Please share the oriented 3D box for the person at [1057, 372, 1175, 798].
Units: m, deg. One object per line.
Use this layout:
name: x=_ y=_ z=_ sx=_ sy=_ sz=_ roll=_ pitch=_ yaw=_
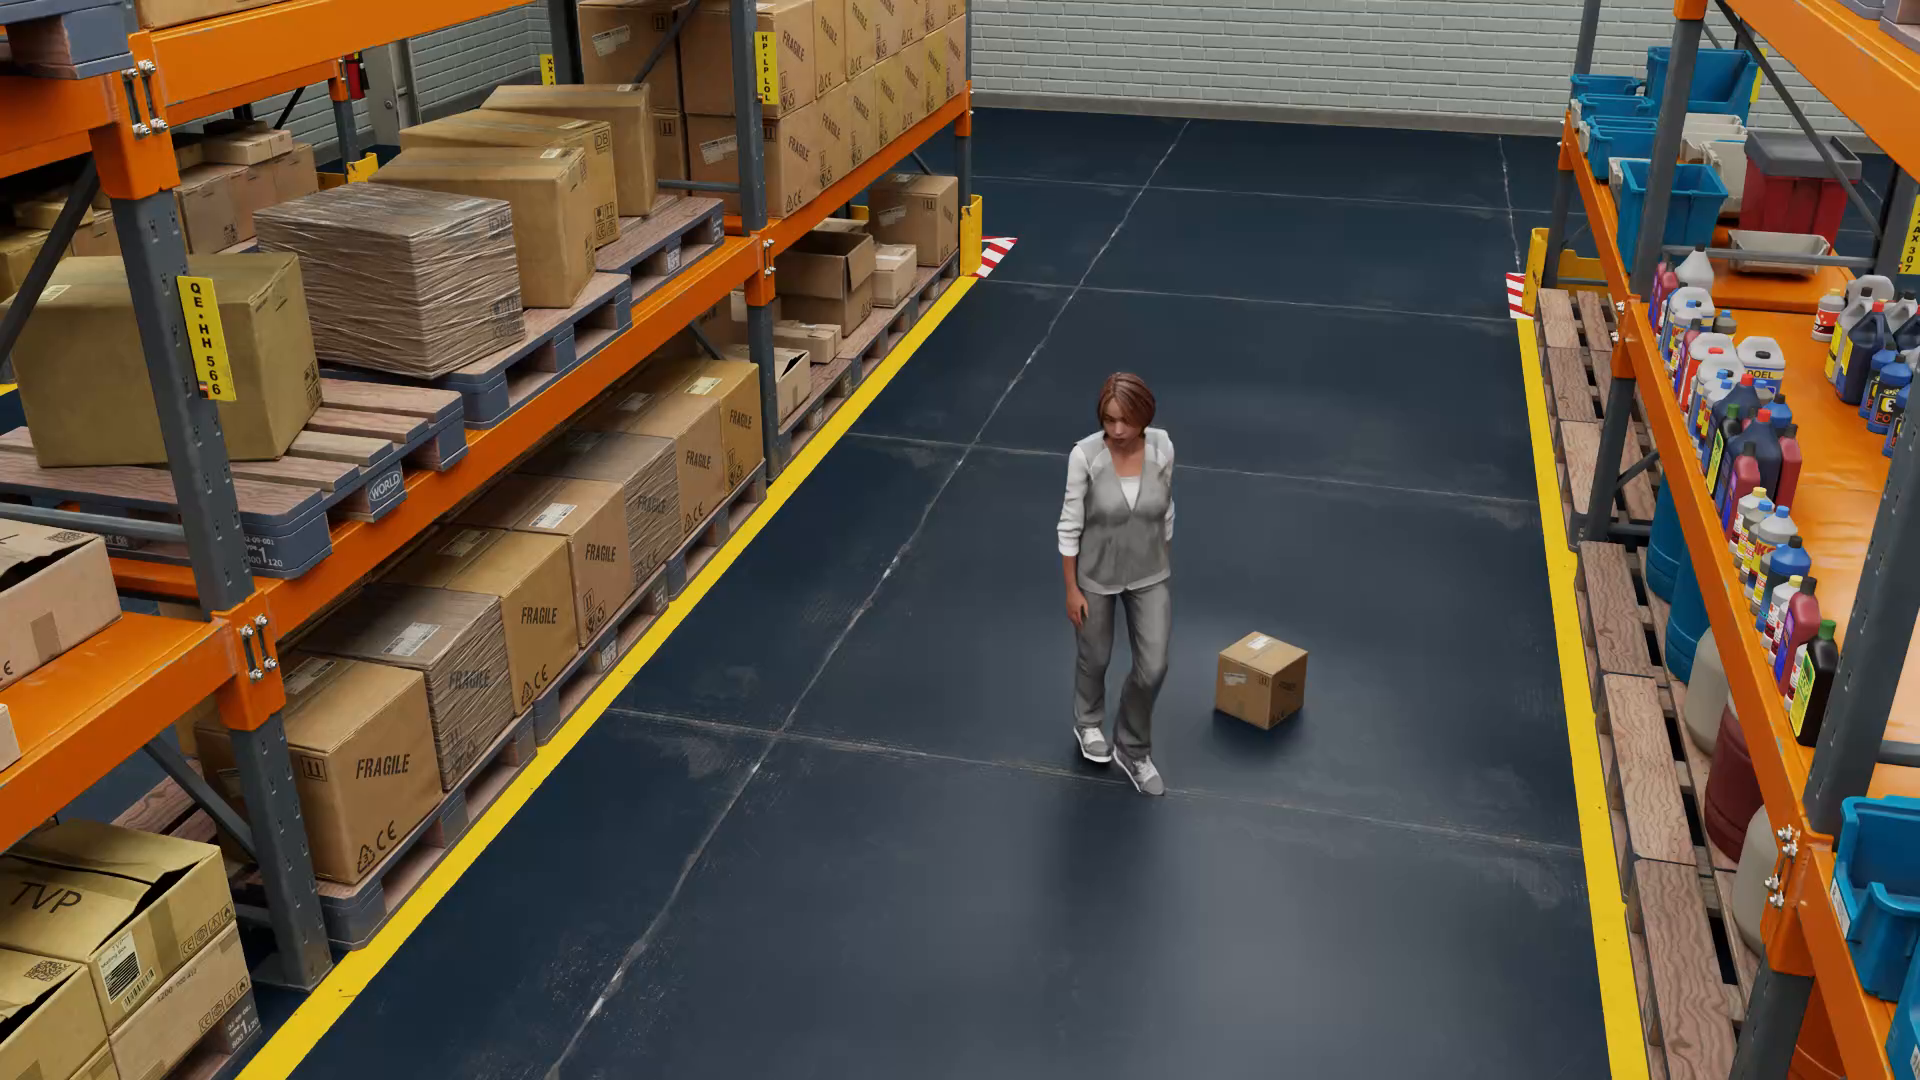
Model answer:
person: x=0.535 y=0.141 z=5.854 sx=0.424 sy=1.628 sz=0.492 roll=-2 pitch=26 yaw=-4
